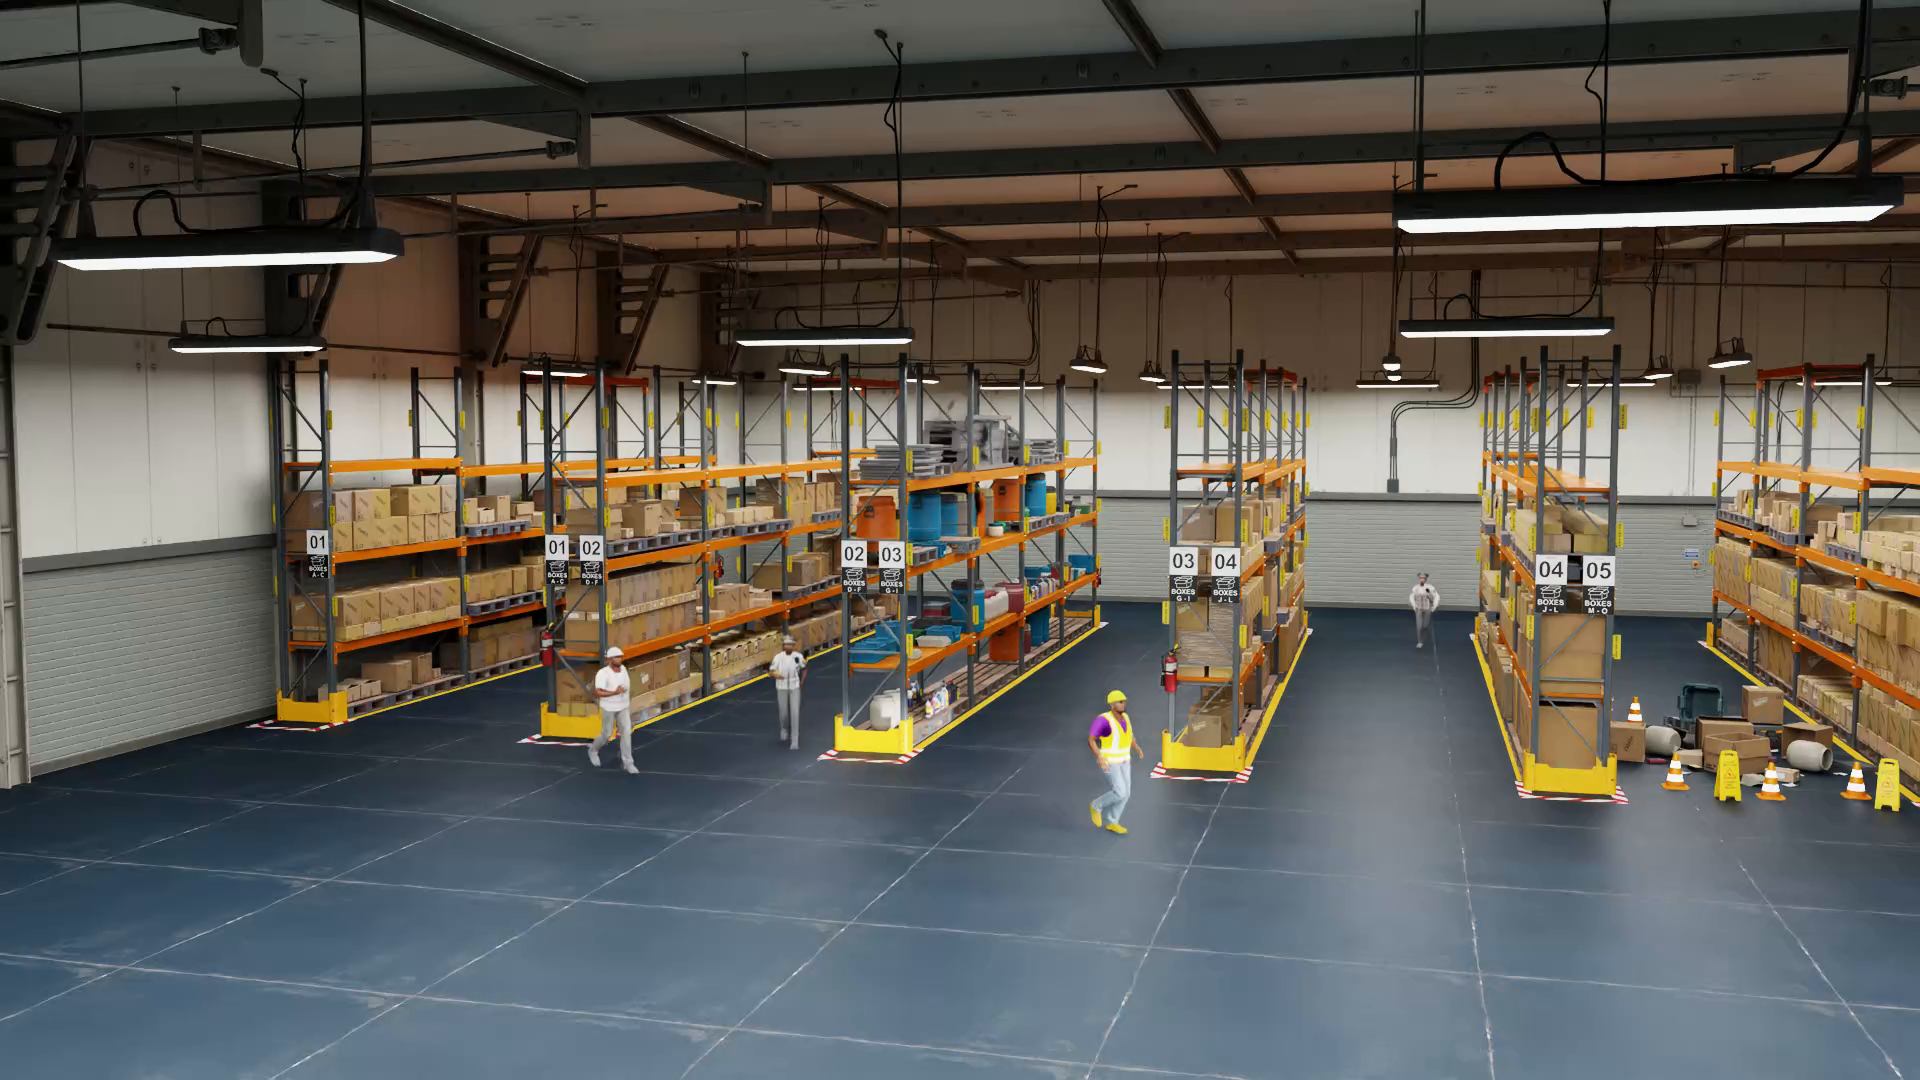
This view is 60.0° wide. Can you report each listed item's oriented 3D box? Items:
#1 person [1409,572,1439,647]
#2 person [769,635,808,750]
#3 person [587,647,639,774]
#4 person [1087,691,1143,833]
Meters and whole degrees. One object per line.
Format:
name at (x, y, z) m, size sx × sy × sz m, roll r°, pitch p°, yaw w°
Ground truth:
person at (10.277, 1.537, 36.843) m, size 0.640 × 1.673 × 0.622 m, roll 2°, pitch 4°, yaw 23°
person at (-2.646, 2.321, 25.623) m, size 0.588 × 1.736 × 0.784 m, roll 0°, pitch 4°, yaw -3°
person at (-4.921, 2.390, 23.593) m, size 0.979 × 1.763 × 0.695 m, roll 3°, pitch 5°, yaw 39°
person at (1.883, 2.686, 20.233) m, size 0.577 × 1.732 × 0.703 m, roll 4°, pitch 6°, yaw 44°
